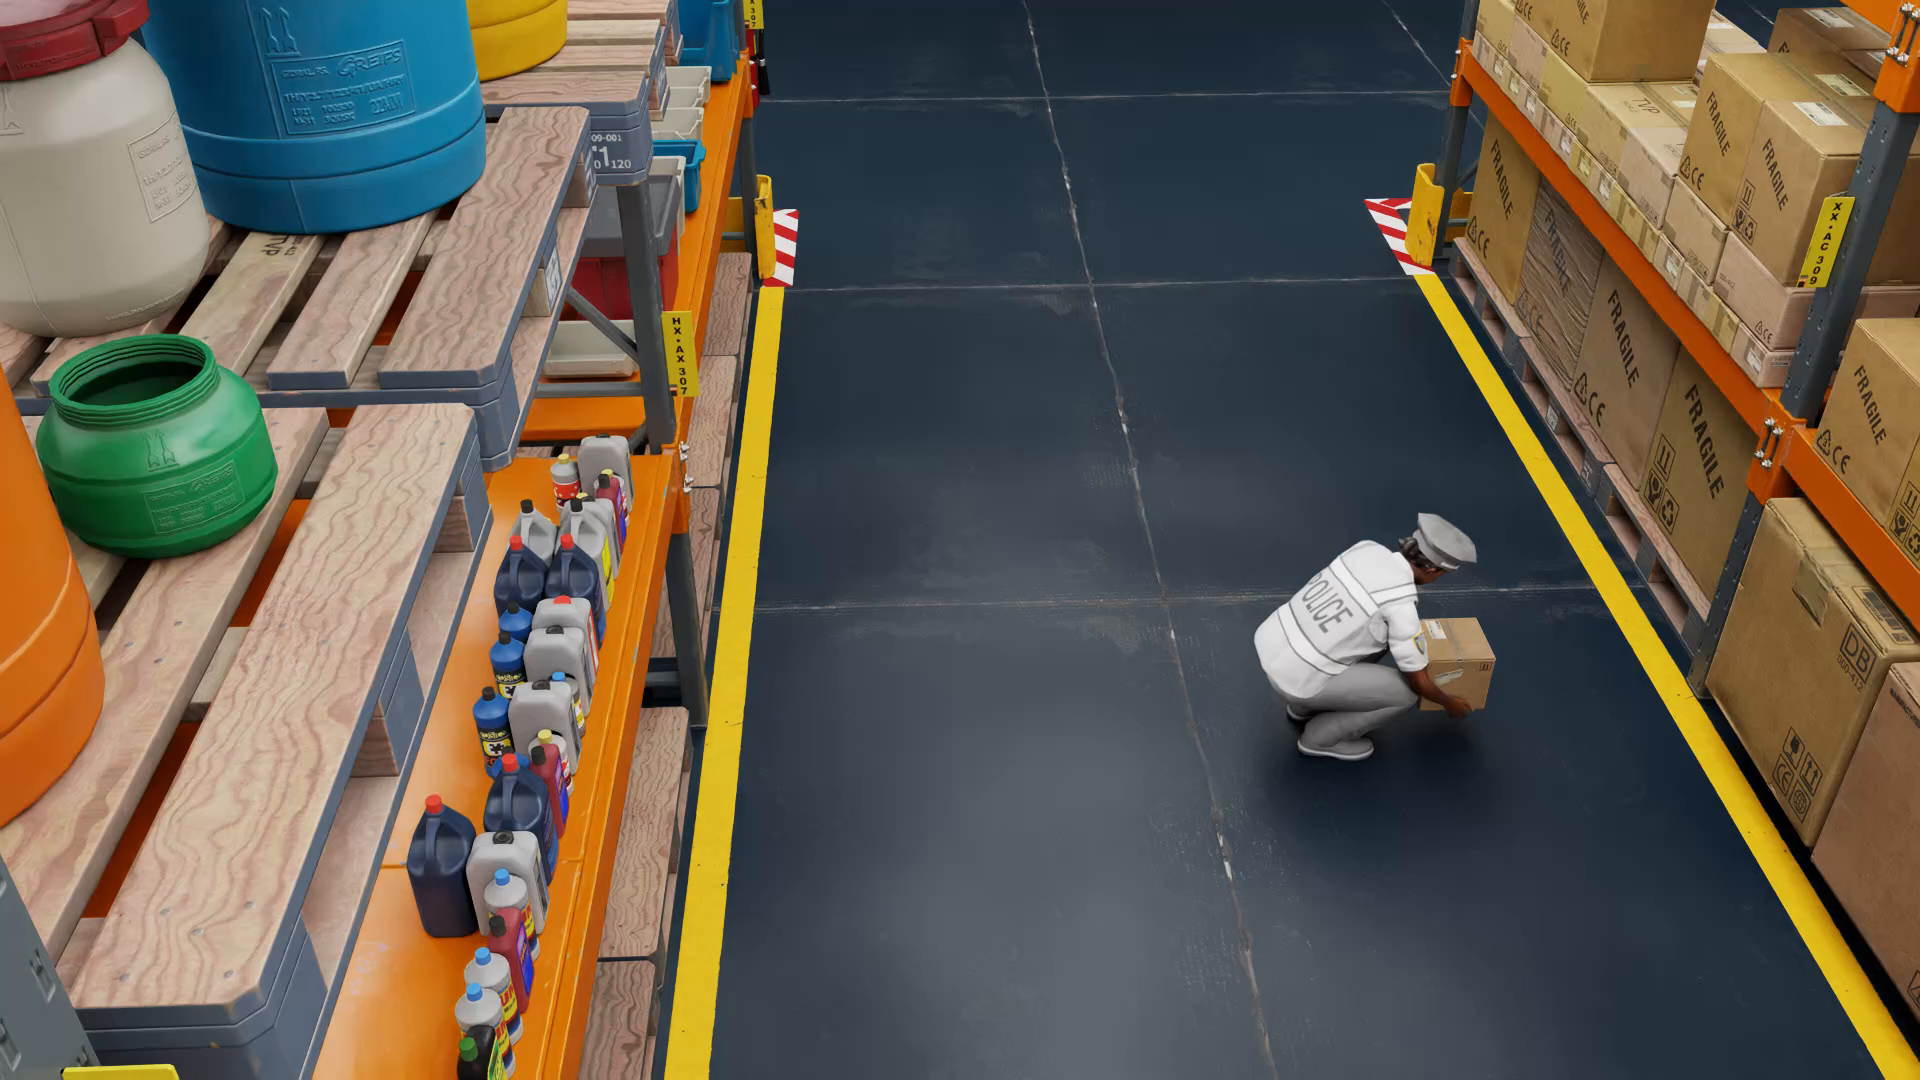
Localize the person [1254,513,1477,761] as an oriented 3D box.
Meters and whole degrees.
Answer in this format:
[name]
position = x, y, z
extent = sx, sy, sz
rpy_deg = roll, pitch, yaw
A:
[person]
position = 1.530, 0.368, 6.252
extent = 0.823, 0.957, 0.509
rpy_deg = -2, 35, -2
